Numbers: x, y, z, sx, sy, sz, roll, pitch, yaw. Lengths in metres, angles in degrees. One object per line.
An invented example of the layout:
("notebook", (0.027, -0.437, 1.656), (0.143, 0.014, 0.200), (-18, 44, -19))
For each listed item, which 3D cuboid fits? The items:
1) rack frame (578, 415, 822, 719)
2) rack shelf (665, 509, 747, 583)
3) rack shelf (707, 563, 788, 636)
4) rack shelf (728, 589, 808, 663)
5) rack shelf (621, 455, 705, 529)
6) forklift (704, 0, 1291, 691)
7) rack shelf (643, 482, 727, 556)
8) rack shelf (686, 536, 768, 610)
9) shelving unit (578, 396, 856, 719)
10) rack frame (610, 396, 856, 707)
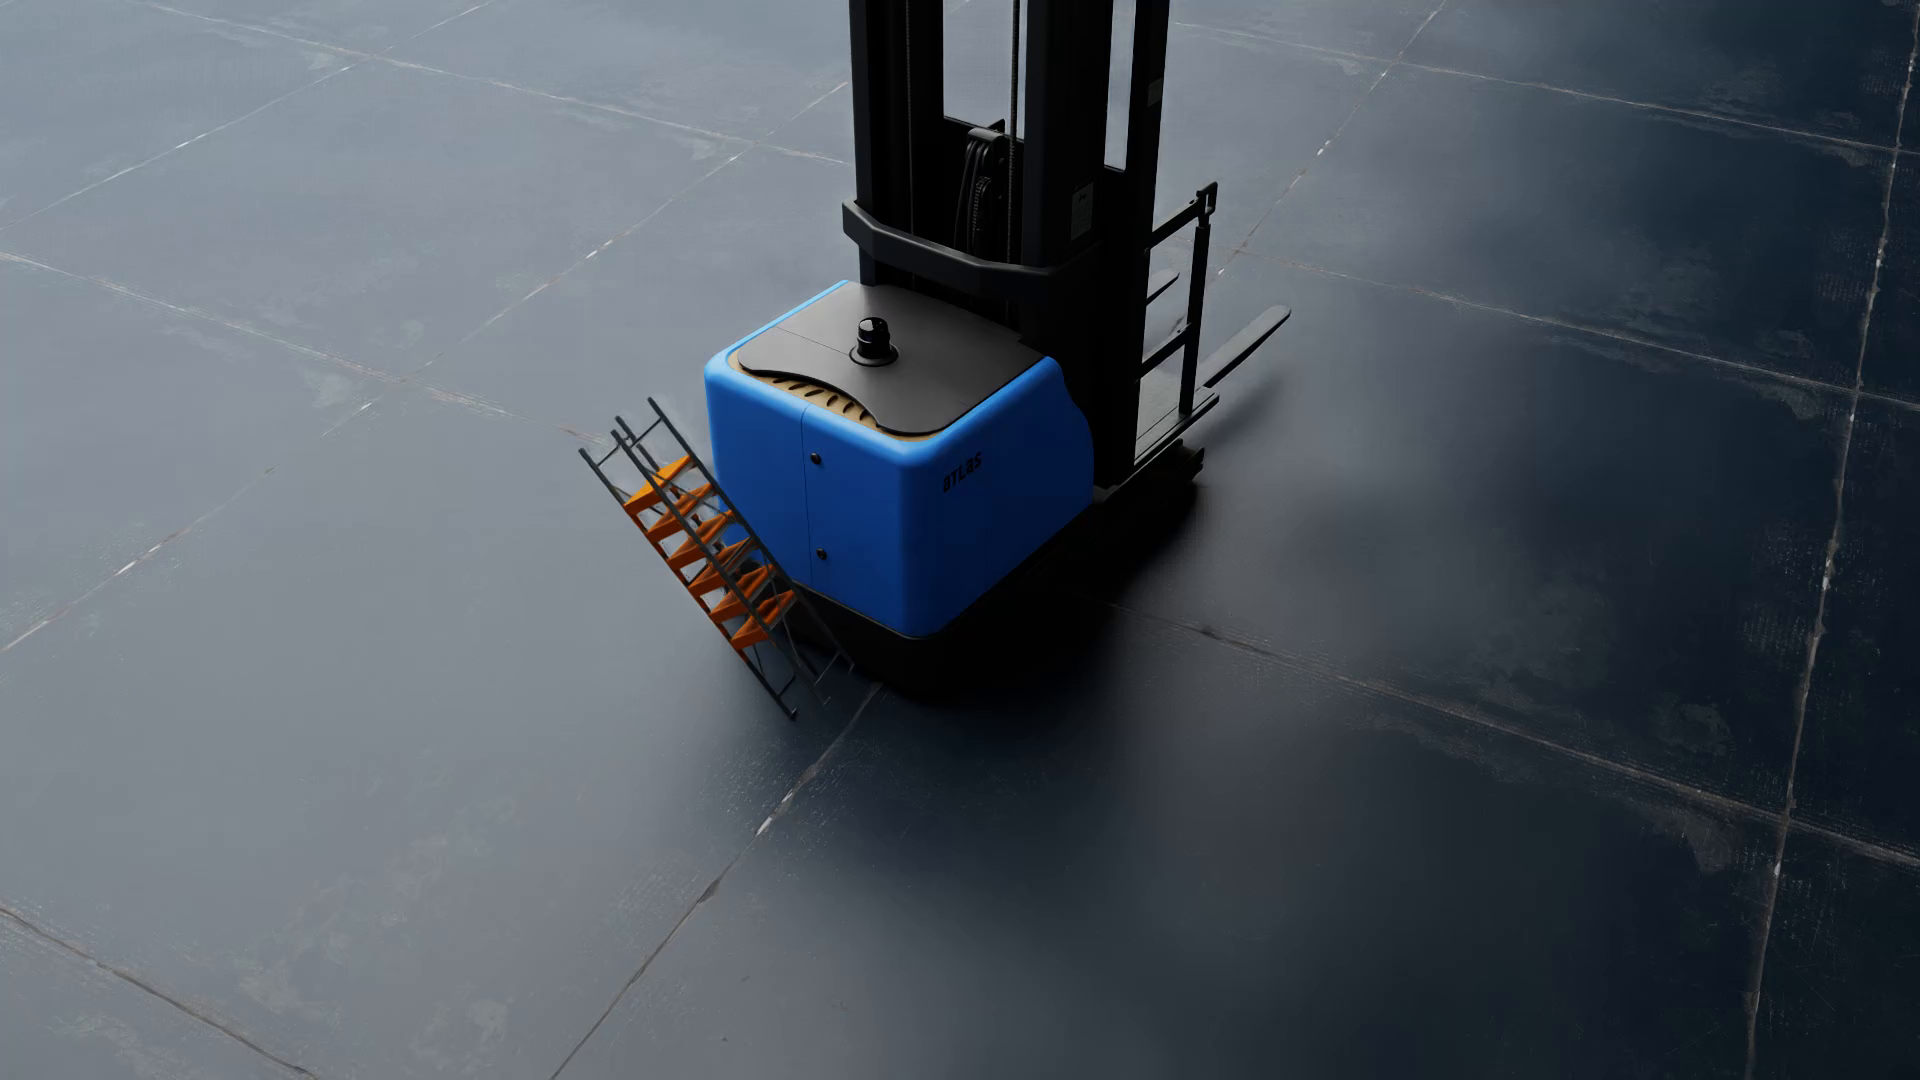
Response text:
("rack frame", (-0.893, 0.101, 5.826), (0.006, 1.200, 0.240), (-22, 21, 39))
("rack shelf", (-0.869, 0.015, 5.747), (0.180, 0.103, 0.258), (-22, 21, 39))
("rack shelf", (-0.734, 0.202, 5.814), (0.180, 0.103, 0.258), (-22, 21, 39))
("rack shelf", (-0.667, 0.296, 5.847), (0.180, 0.103, 0.258), (-22, 21, 39))
("rack shelf", (-1.004, -0.172, 5.681), (0.180, 0.103, 0.258), (-22, 21, 39))
("forklift", (0.377, -1.468, 6.259), (1.130, 2.935, 3.031), (25, 44, 29))
("rack shelf", (-0.937, -0.078, 5.714), (0.180, 0.103, 0.258), (-22, 21, 39))
("rack shelf", (-0.802, 0.109, 5.781), (0.180, 0.103, 0.258), (-22, 21, 39))
("shelving unit", (-0.827, 0.074, 5.768), (0.189, 1.200, 0.258), (-22, 21, 39))
("rack frame", (-0.761, 0.047, 5.711), (0.006, 1.200, 0.240), (-22, 21, 39))
